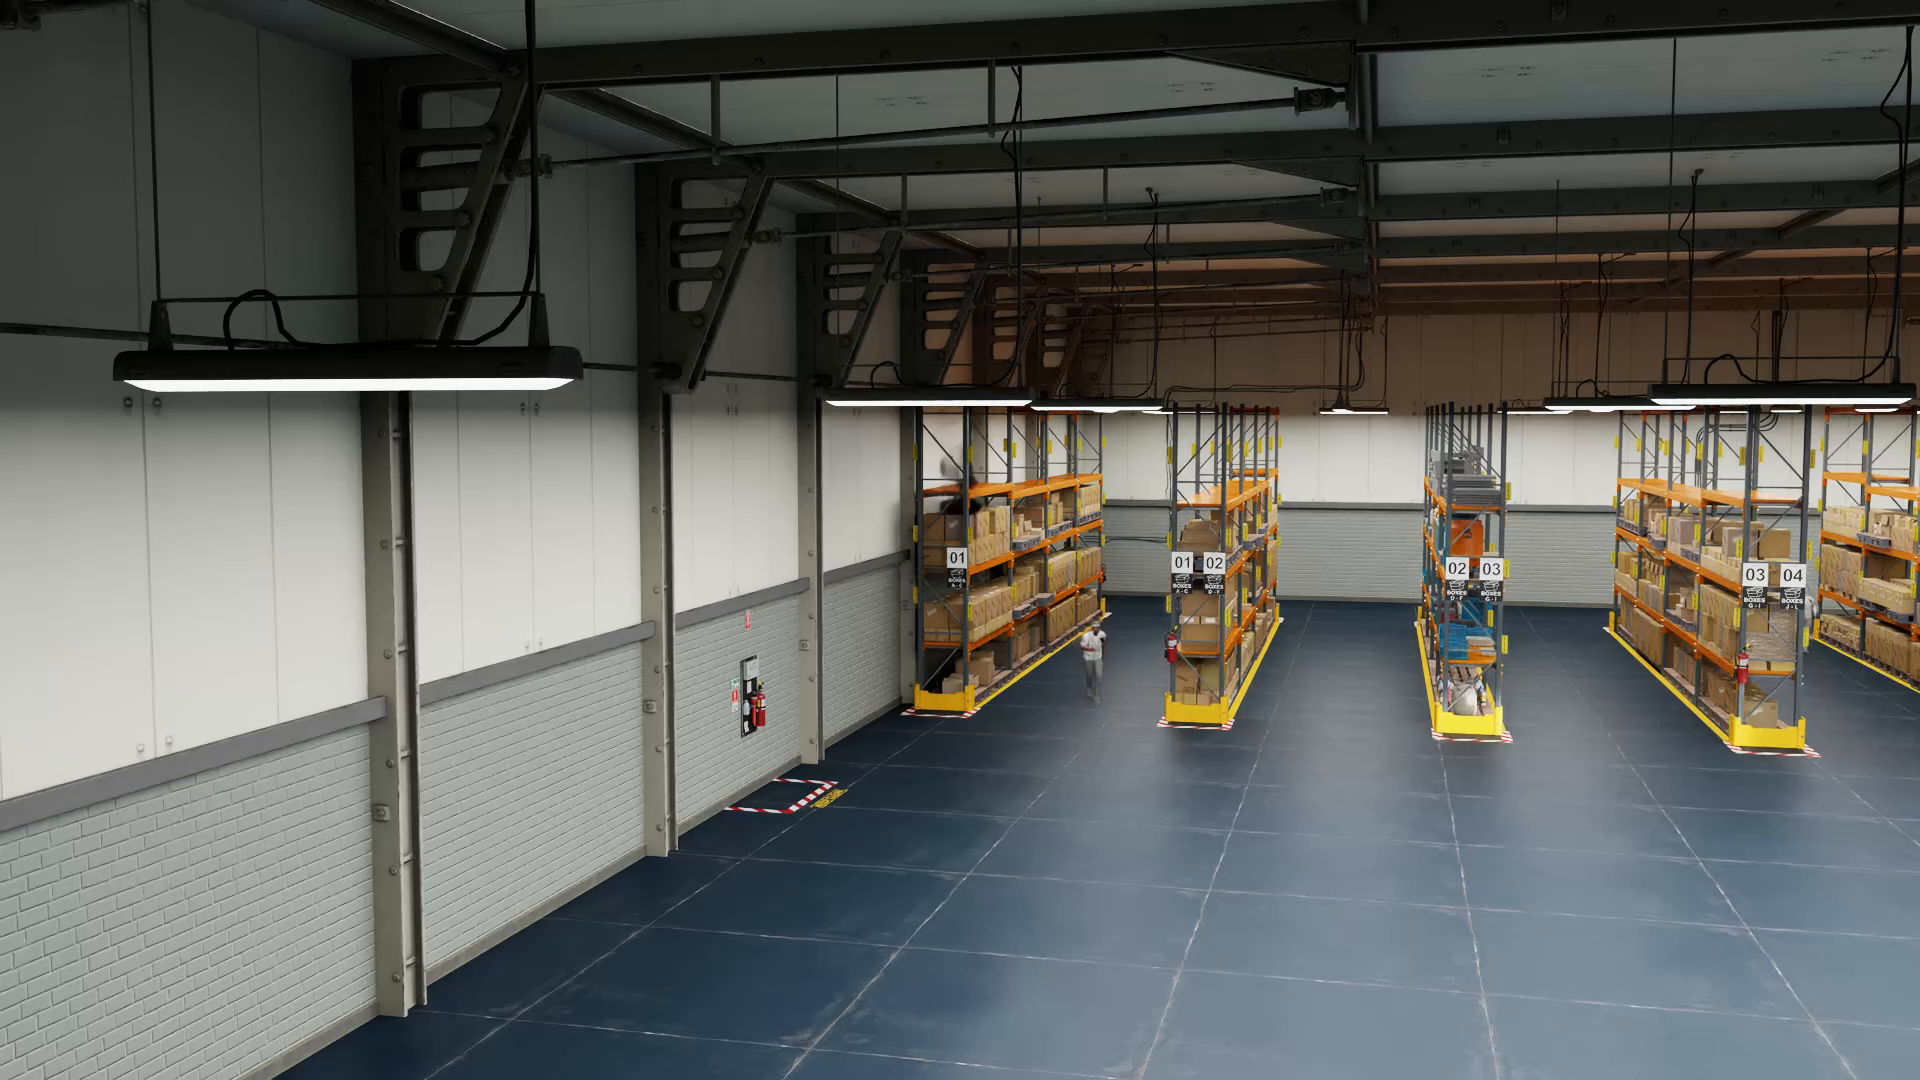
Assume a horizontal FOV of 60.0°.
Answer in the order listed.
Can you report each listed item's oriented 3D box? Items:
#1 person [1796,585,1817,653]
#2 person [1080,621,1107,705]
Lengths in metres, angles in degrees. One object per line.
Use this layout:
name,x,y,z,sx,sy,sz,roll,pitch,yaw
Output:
person,20.545,1.903,40.481,0.625,1.654,0.723,1,4,11
person,2.679,2.434,33.518,0.577,1.695,0.961,0,4,-2
